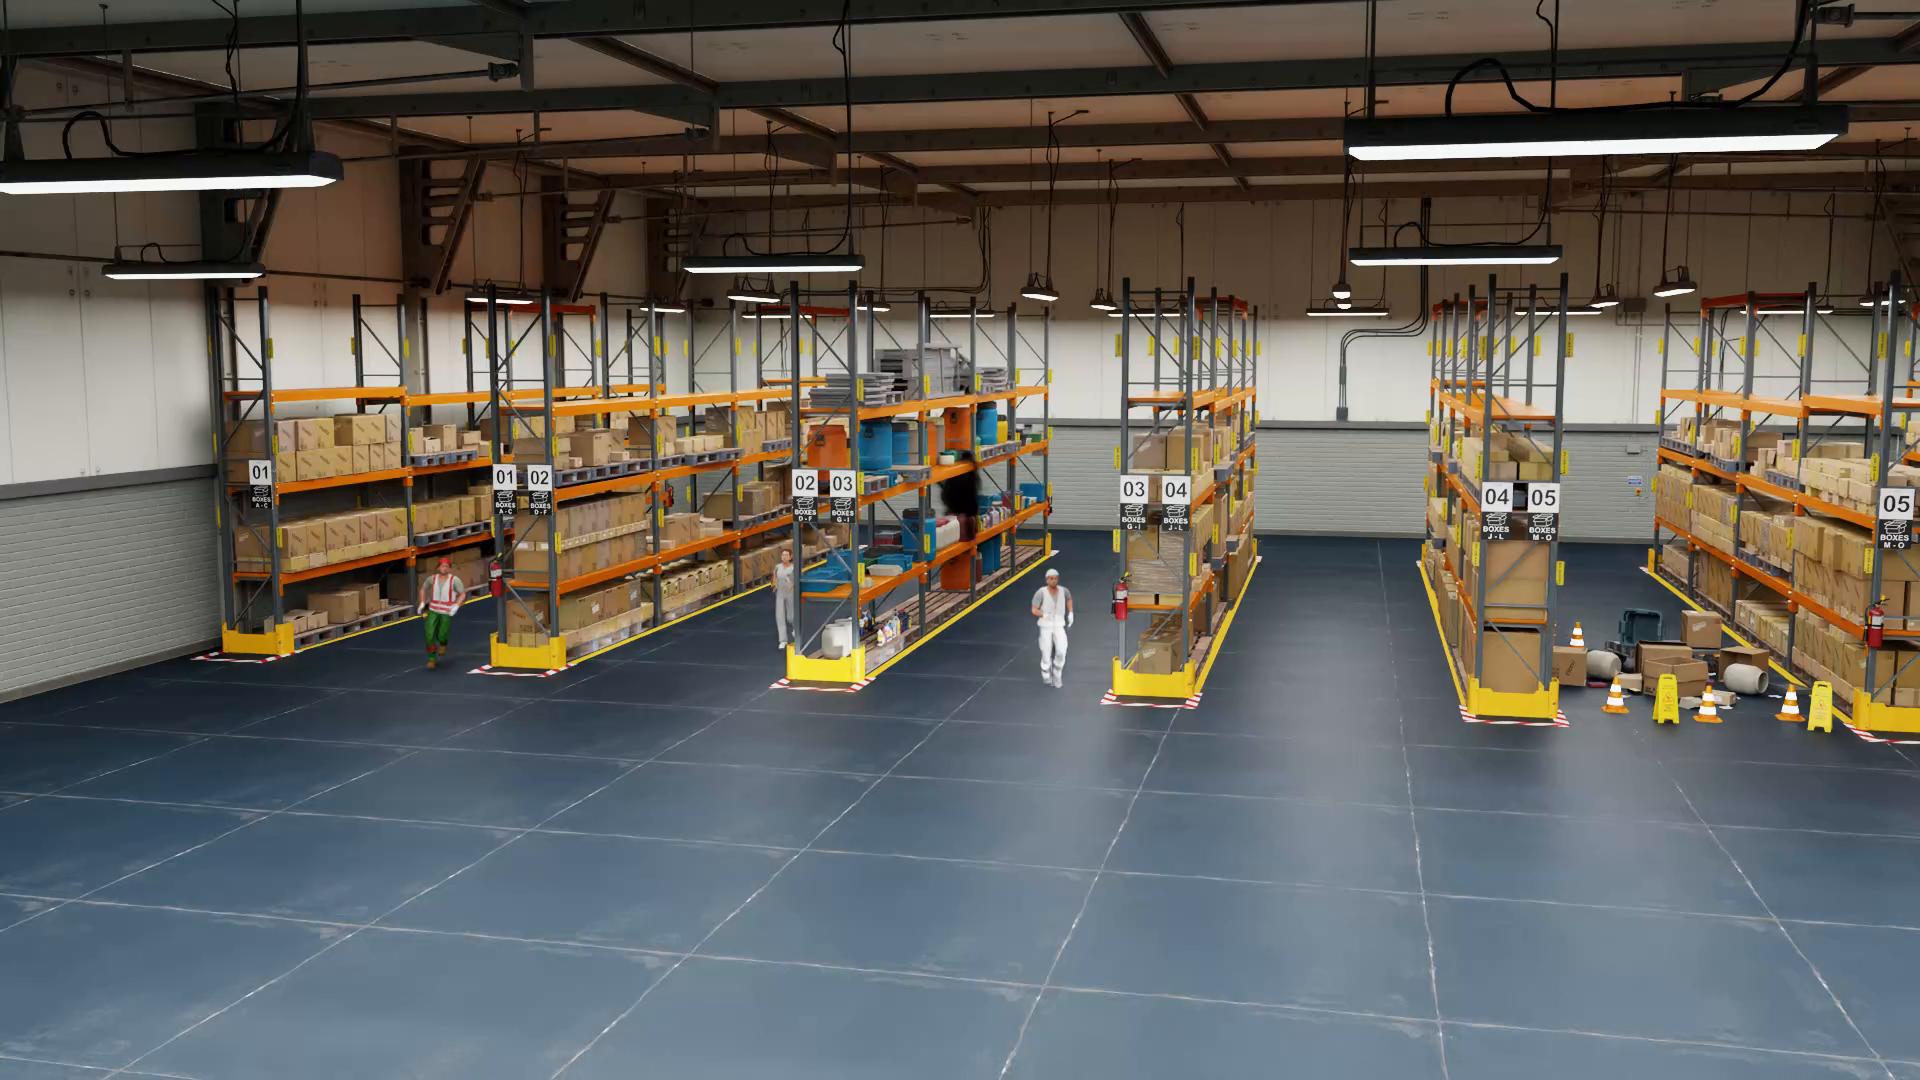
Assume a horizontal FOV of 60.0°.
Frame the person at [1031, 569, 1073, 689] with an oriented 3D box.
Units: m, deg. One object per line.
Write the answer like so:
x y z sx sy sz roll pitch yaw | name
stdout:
1.383 1.325 24.524 0.677 1.817 0.719 -1 7 -10 | person

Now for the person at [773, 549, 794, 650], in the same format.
-2.922 0.967 28.105 0.567 1.667 0.867 1 7 12 | person

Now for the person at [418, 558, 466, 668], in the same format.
-8.205 1.140 26.380 0.711 1.752 0.622 0 7 -2 | person
